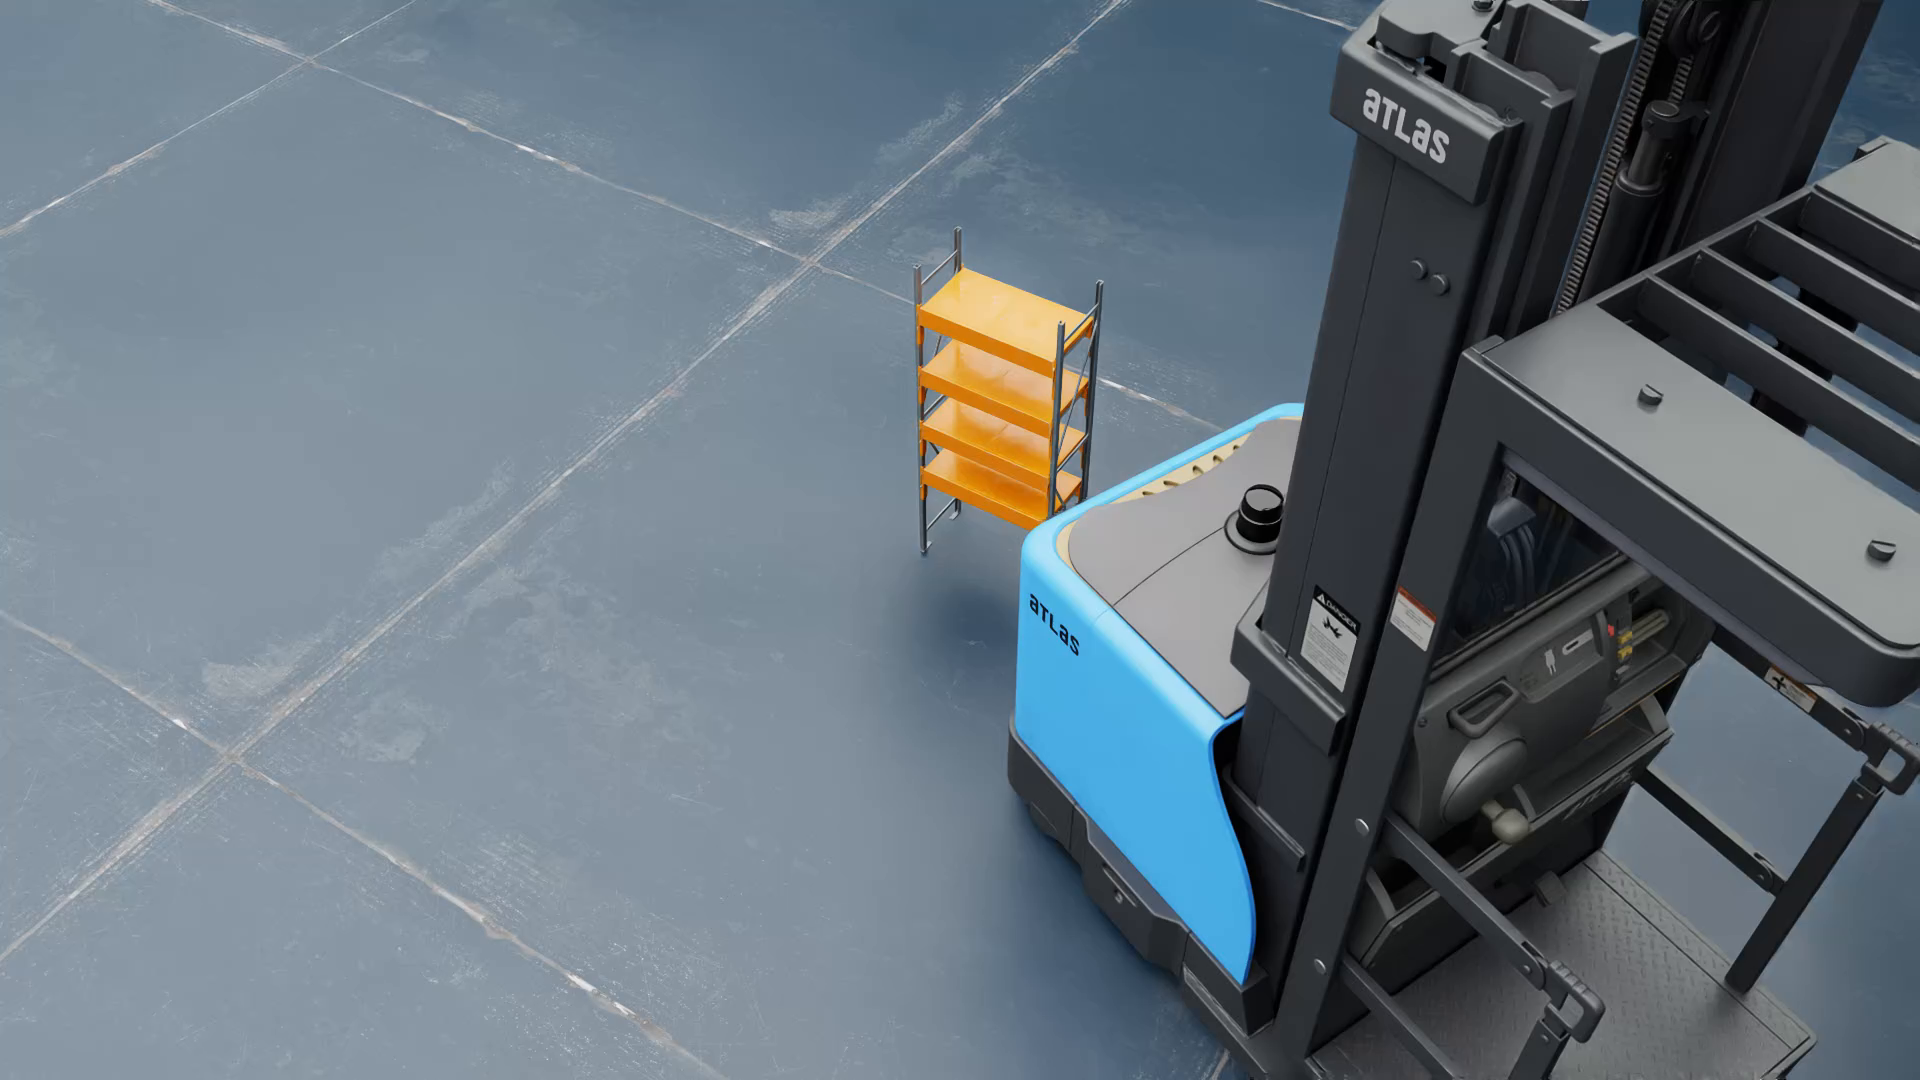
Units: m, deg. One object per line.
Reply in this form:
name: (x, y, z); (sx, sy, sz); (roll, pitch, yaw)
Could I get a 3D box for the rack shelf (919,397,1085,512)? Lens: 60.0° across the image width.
rack shelf: (0.139, -0.307, 5.306); (0.480, 0.148, 0.258); (25, 51, 22)

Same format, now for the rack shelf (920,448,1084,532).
rack shelf: (0.139, -0.169, 5.448); (0.480, 0.148, 0.258); (25, 51, 22)

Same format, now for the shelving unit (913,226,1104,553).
shelving unit: (0.139, -0.354, 5.257); (0.503, 1.200, 0.258); (25, 51, 22)

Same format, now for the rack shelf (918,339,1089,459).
rack shelf: (0.139, -0.463, 5.145); (0.480, 0.148, 0.258); (25, 51, 22)

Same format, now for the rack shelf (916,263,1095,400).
rack shelf: (0.139, -0.628, 4.976); (0.480, 0.148, 0.258); (25, 51, 22)

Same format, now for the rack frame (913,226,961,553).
rack frame: (-0.066, -0.449, 5.349); (0.015, 1.200, 0.240); (25, 51, 22)

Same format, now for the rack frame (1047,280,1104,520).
rack frame: (0.345, -0.260, 5.166); (0.015, 1.200, 0.240); (25, 51, 22)

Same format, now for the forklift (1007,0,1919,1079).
forklift: (1.392, 0.386, 3.332); (1.130, 2.935, 3.031); (-26, 51, -23)
